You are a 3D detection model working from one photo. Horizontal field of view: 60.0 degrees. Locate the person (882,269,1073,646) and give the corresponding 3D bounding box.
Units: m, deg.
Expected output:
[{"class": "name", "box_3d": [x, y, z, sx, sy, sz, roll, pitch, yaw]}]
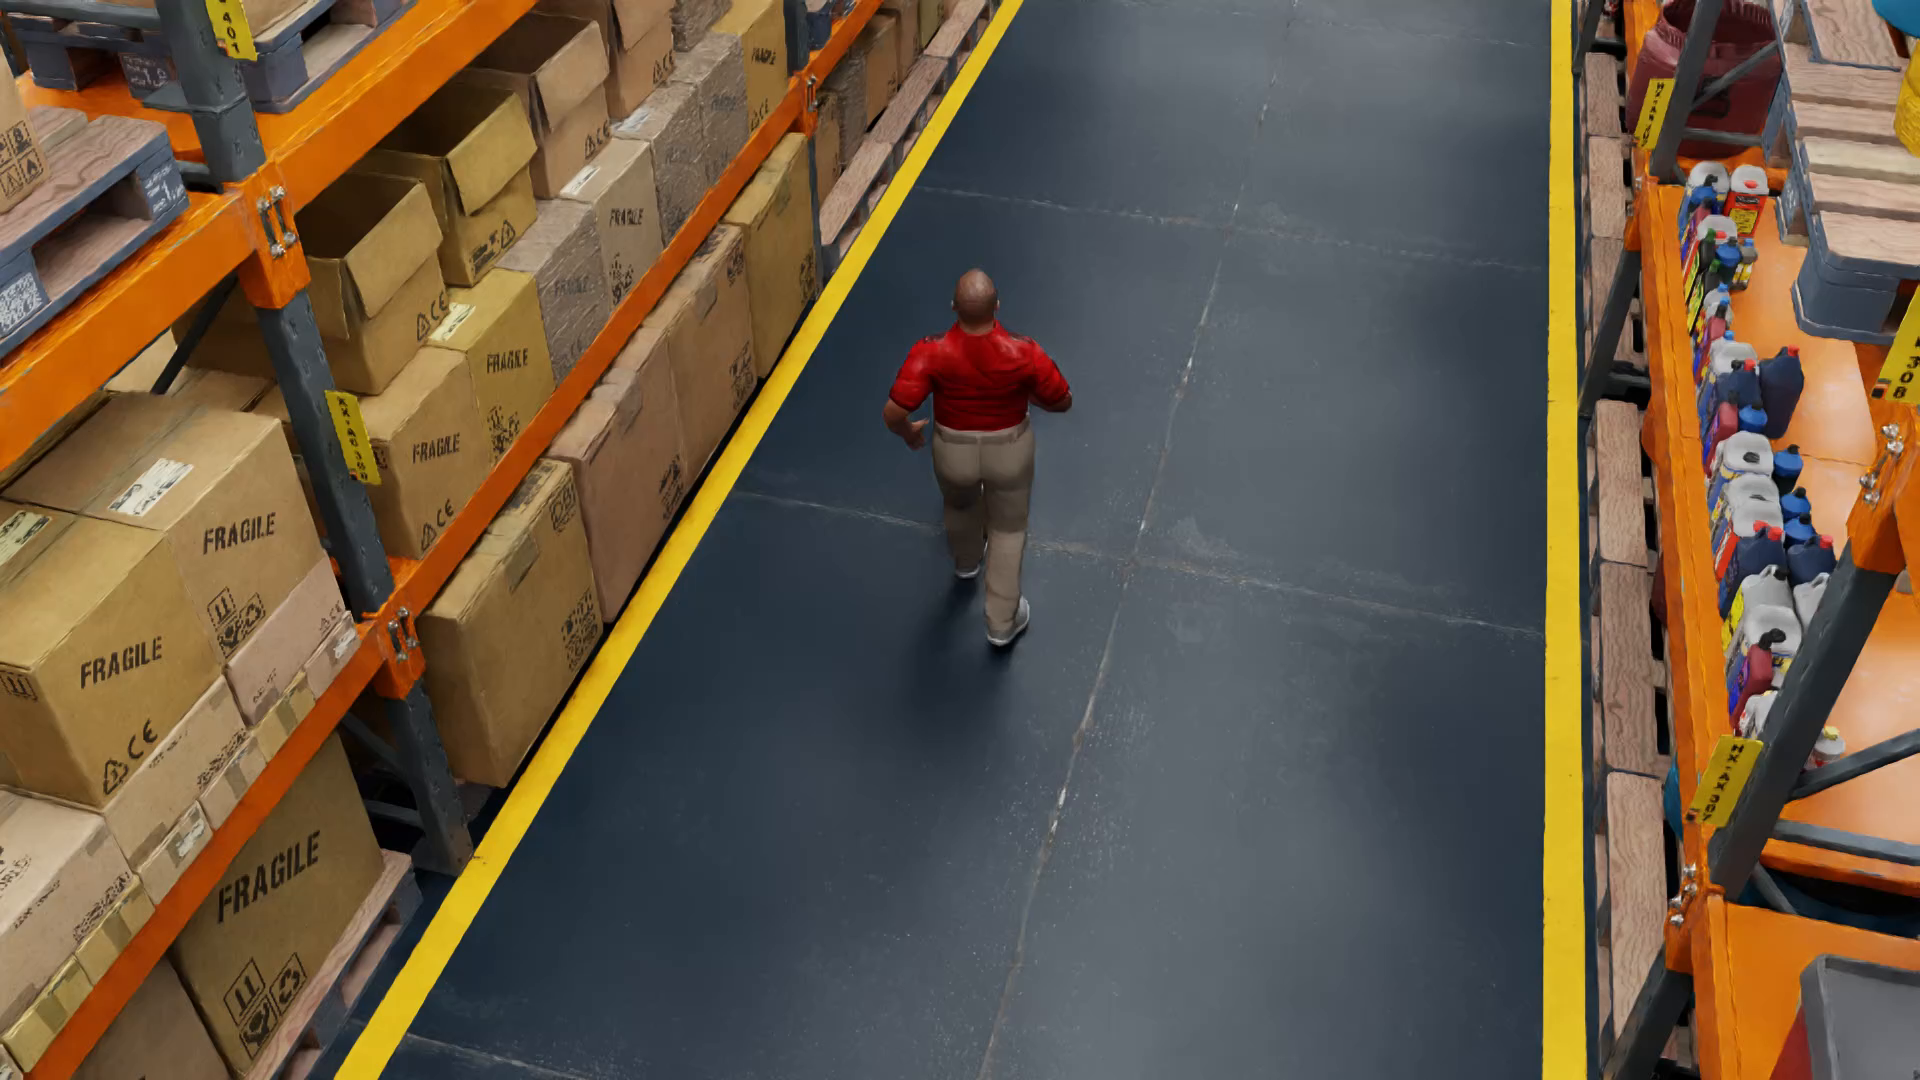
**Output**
[{"class": "person", "box_3d": [0.086, -0.415, 6.654, 0.710, 1.727, 0.750, 3, 41, 3]}]
